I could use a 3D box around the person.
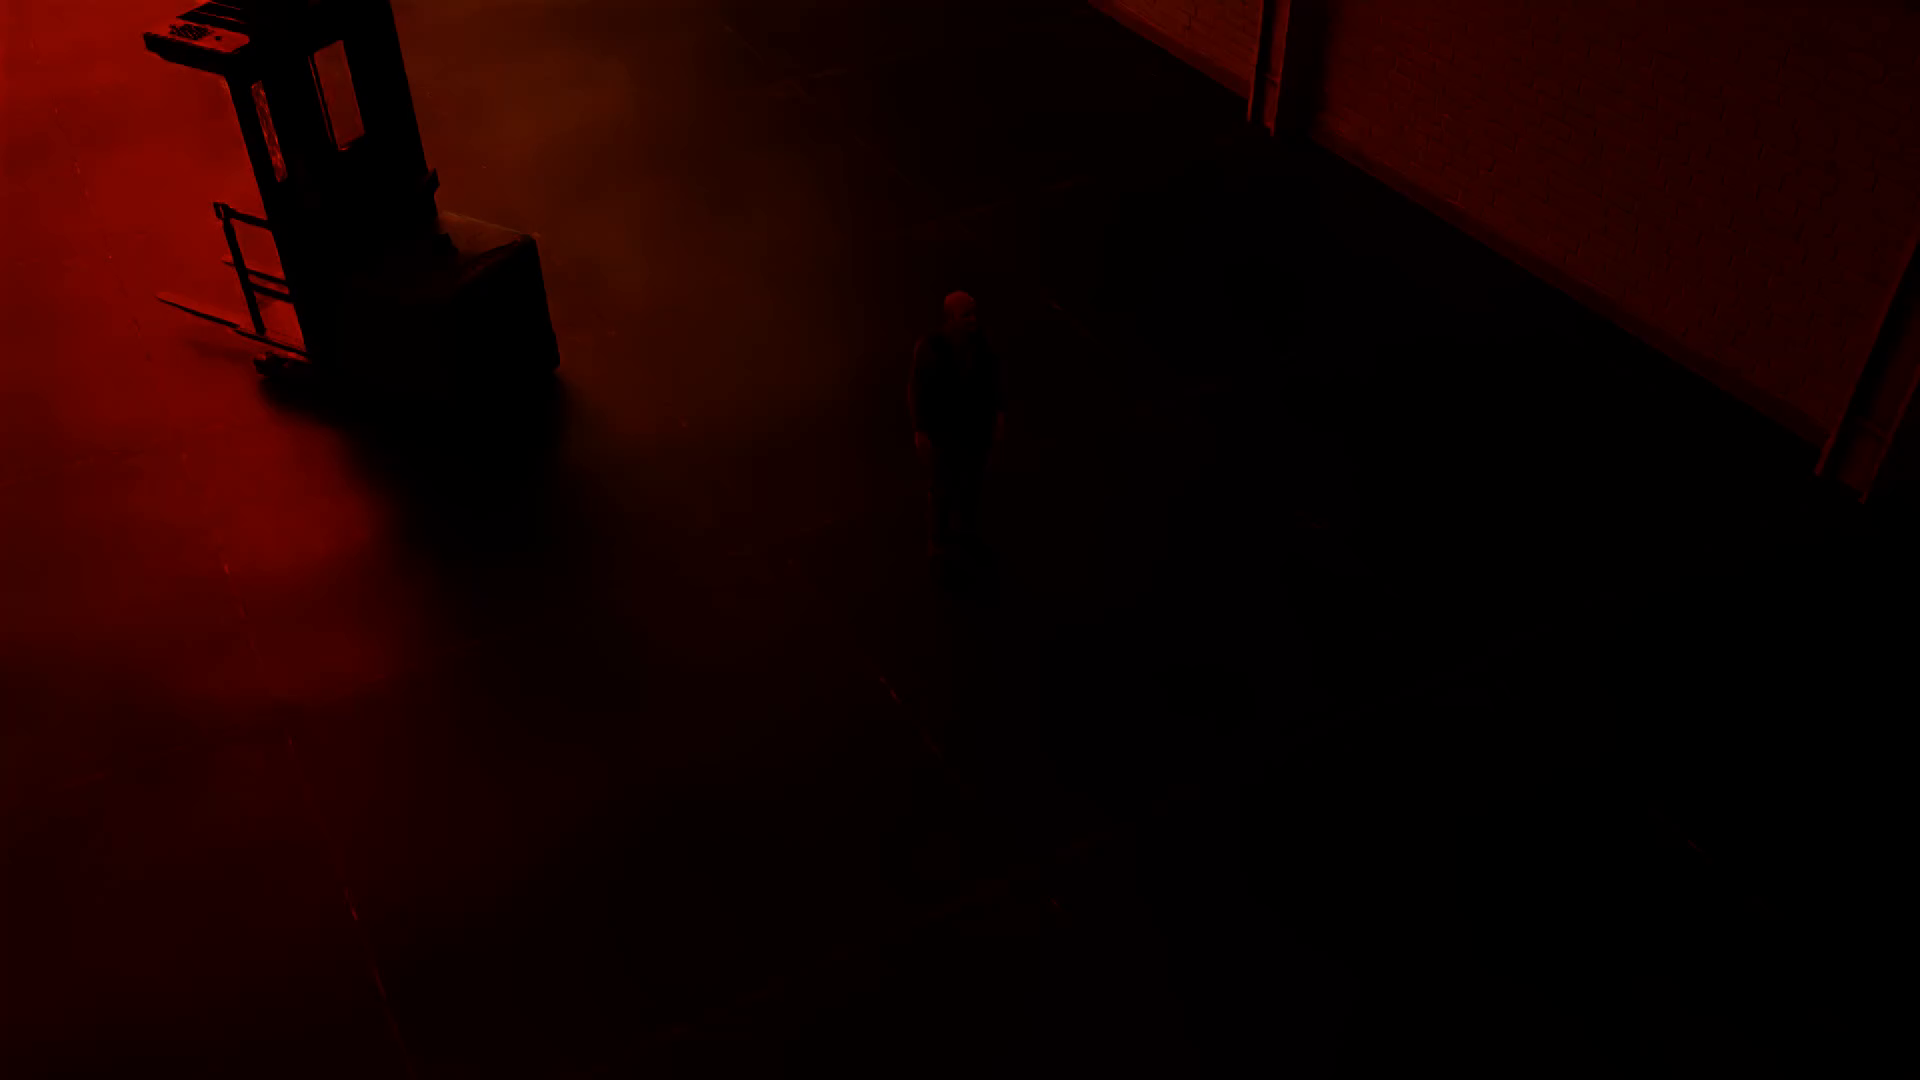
[{"bbox_3d":[0.024,-0.631,9.733,0.632,1.720,0.567,-20,44,-23],"label":"person"}]

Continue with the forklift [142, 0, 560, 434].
[{"bbox_3d":[-4.371,-2.491,11.039,3.031,2.935,1.130,18,43,20],"label":"forklift"}]
